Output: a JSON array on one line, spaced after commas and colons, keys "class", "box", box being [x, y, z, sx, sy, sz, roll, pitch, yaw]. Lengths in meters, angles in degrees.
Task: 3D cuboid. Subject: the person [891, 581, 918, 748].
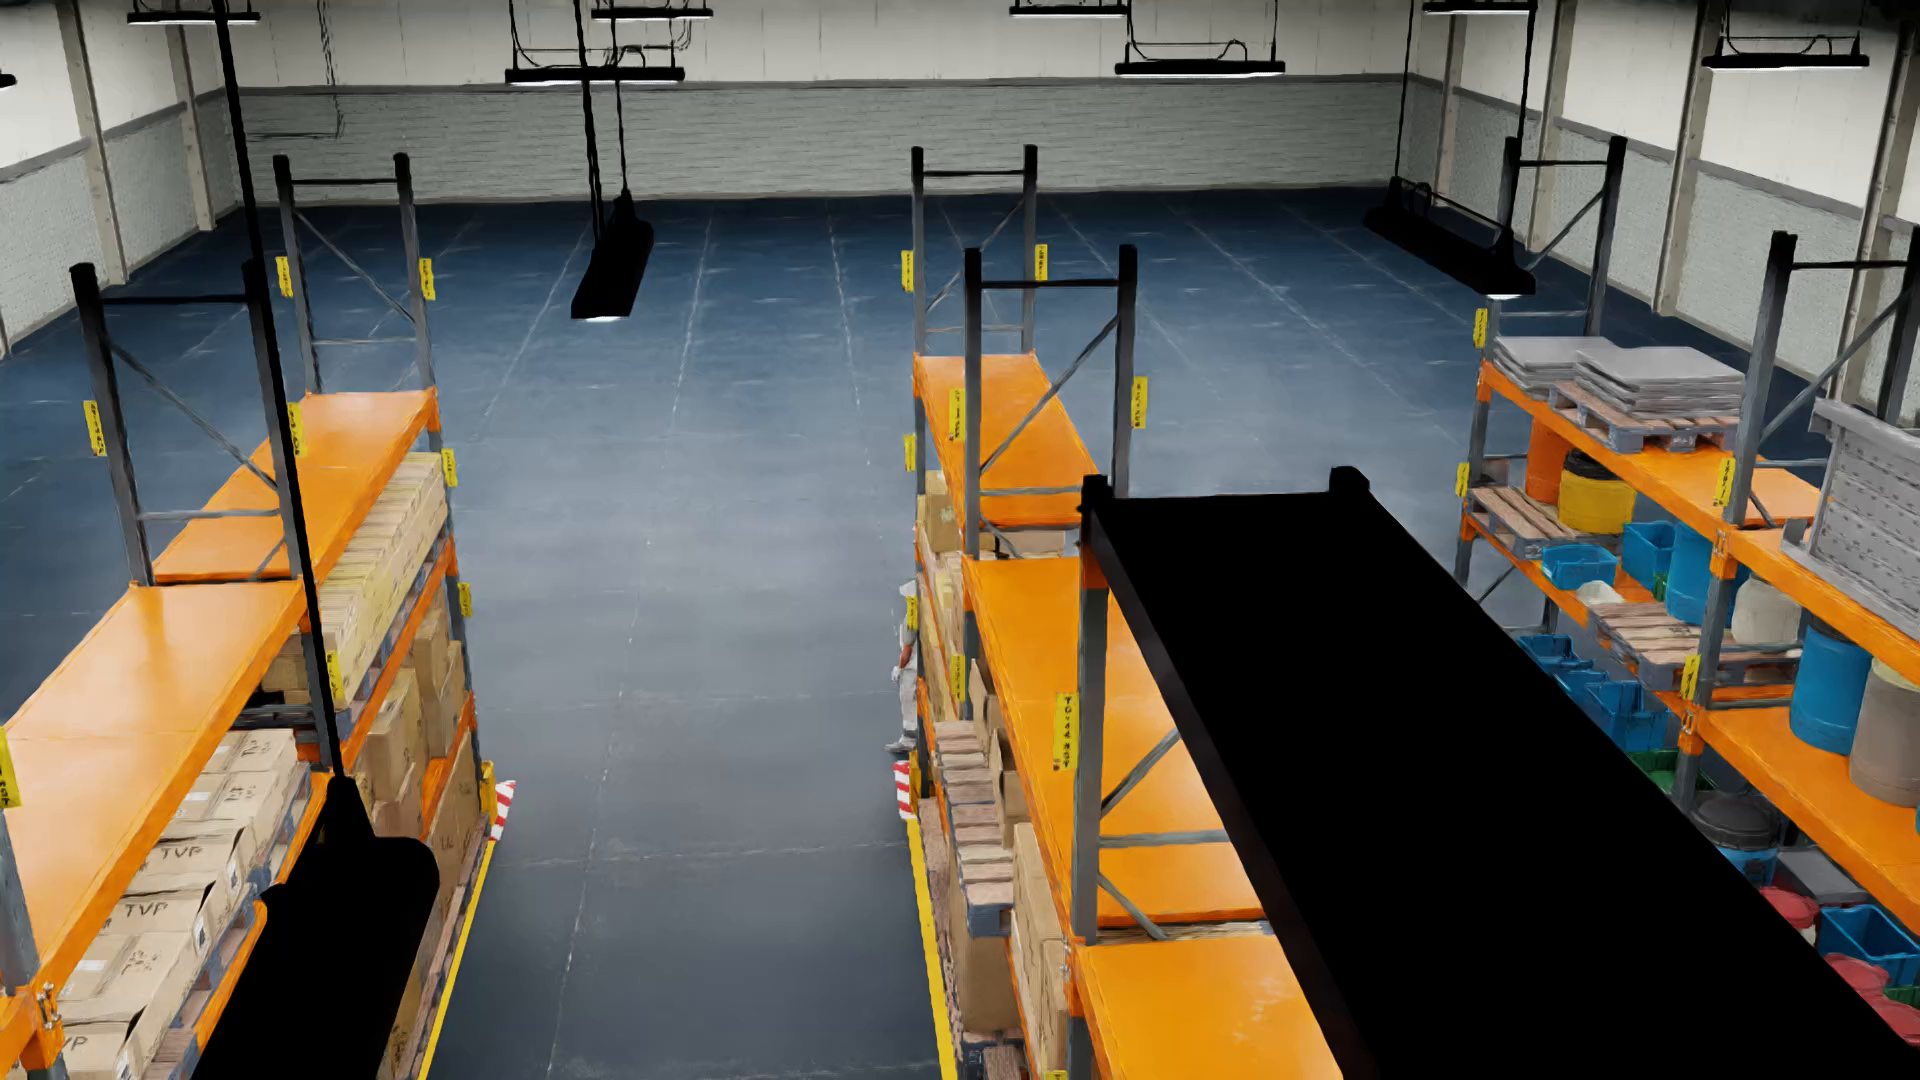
[{"class": "person", "box": [-0.384, 1.184, 16.144, 0.376, 1.743, 0.581, 15, 26, 34]}]
